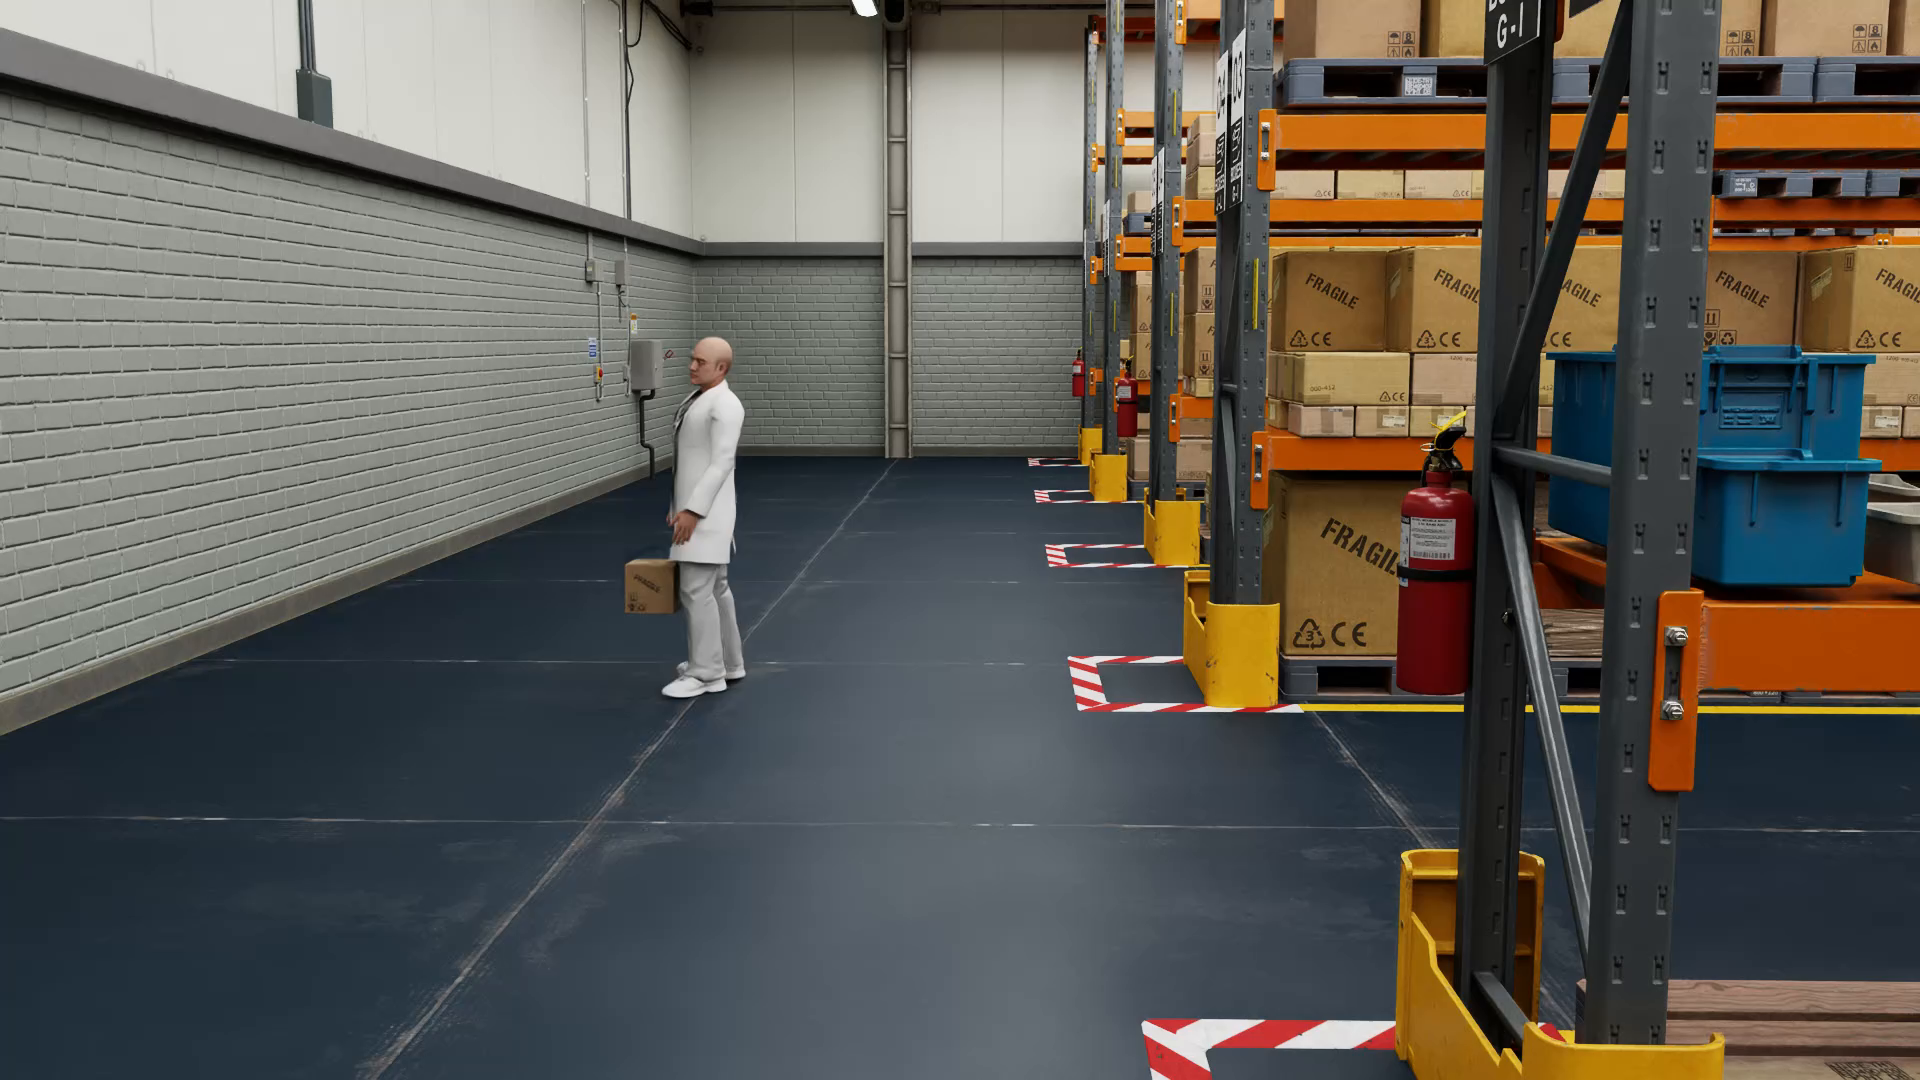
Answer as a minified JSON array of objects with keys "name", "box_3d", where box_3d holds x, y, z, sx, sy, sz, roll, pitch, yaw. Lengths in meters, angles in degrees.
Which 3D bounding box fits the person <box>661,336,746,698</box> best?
[{"name":"person","box_3d":[-1.308,-0.073,8.350,0.507,1.668,0.650,-3,8,-22]}]
